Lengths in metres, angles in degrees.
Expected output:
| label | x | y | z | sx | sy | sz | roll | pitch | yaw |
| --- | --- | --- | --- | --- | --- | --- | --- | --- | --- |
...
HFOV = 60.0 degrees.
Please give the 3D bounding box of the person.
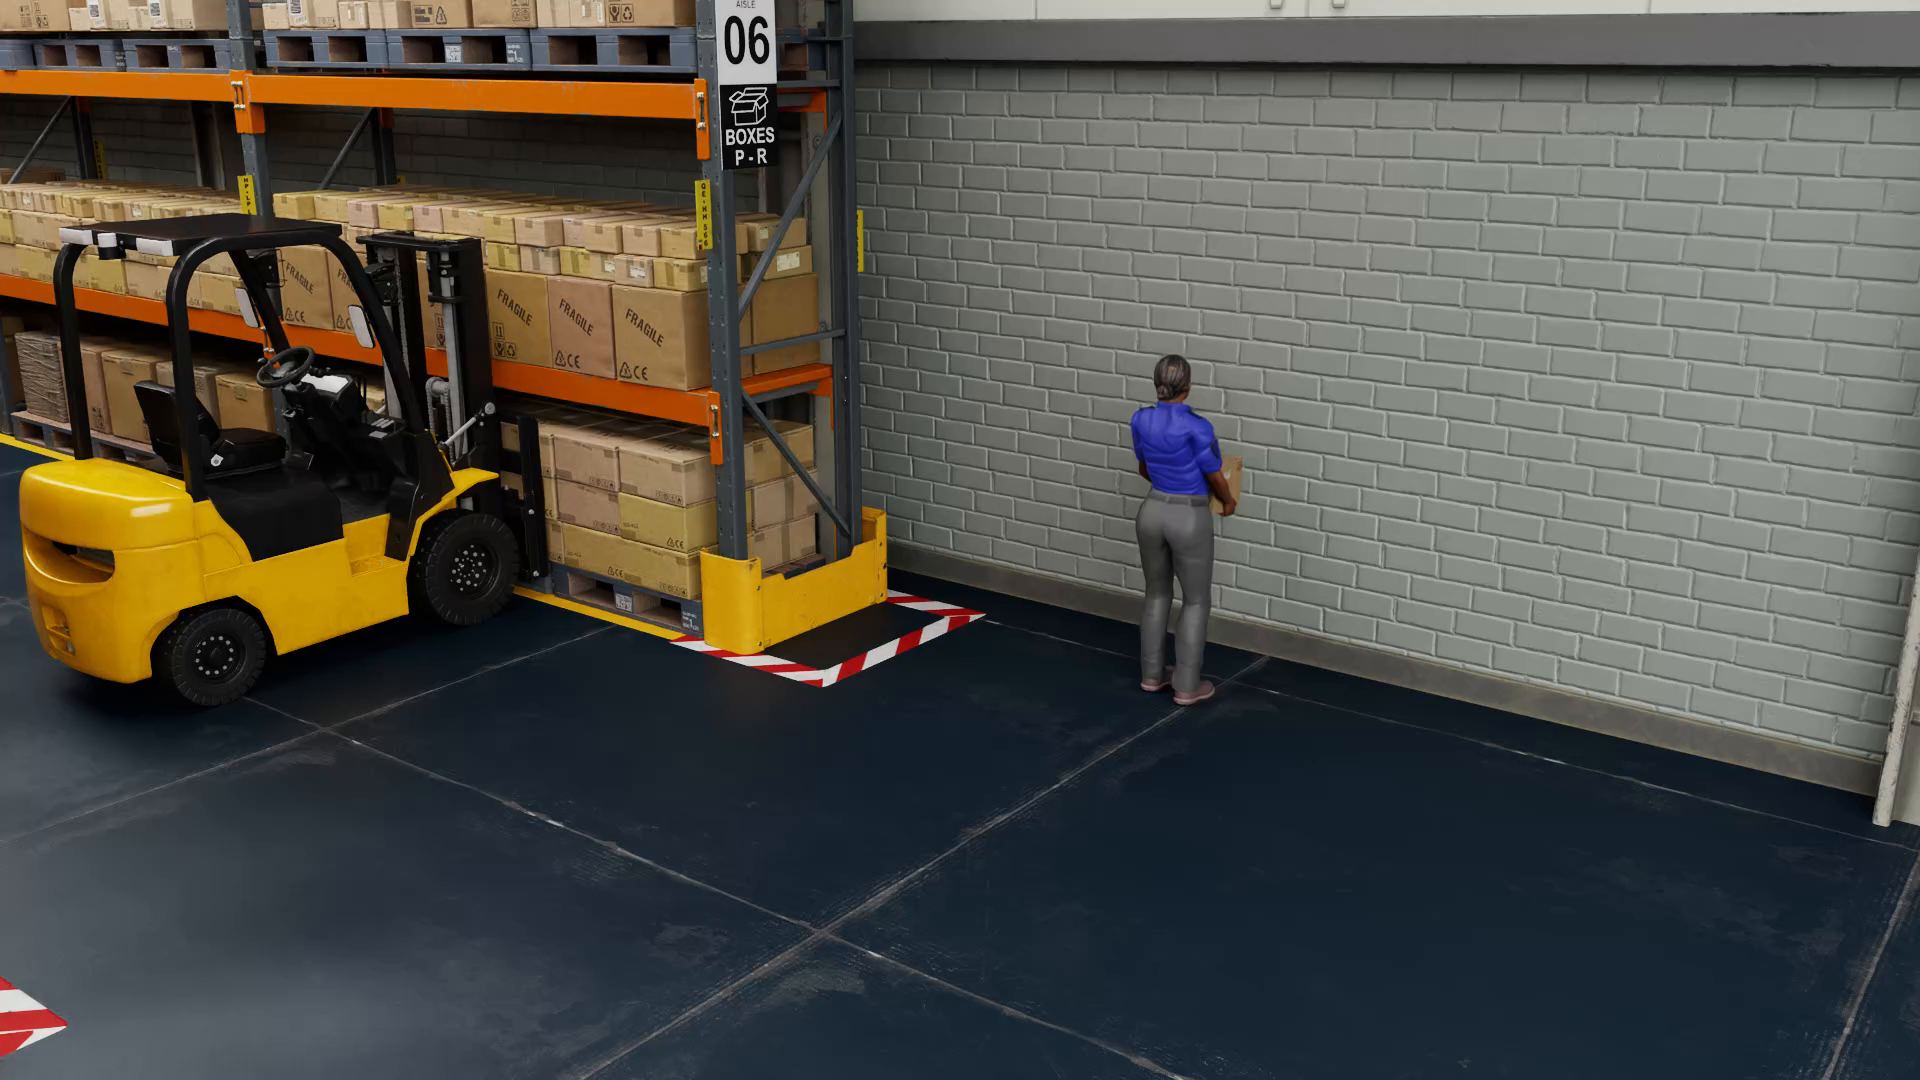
| label | x | y | z | sx | sy | sz | roll | pitch | yaw |
| --- | --- | --- | --- | --- | --- | --- | --- | --- | --- |
| person | 1.052 | -0.068 | 7.795 | 0.451 | 1.651 | 0.510 | 12 | 21 | 36 |
